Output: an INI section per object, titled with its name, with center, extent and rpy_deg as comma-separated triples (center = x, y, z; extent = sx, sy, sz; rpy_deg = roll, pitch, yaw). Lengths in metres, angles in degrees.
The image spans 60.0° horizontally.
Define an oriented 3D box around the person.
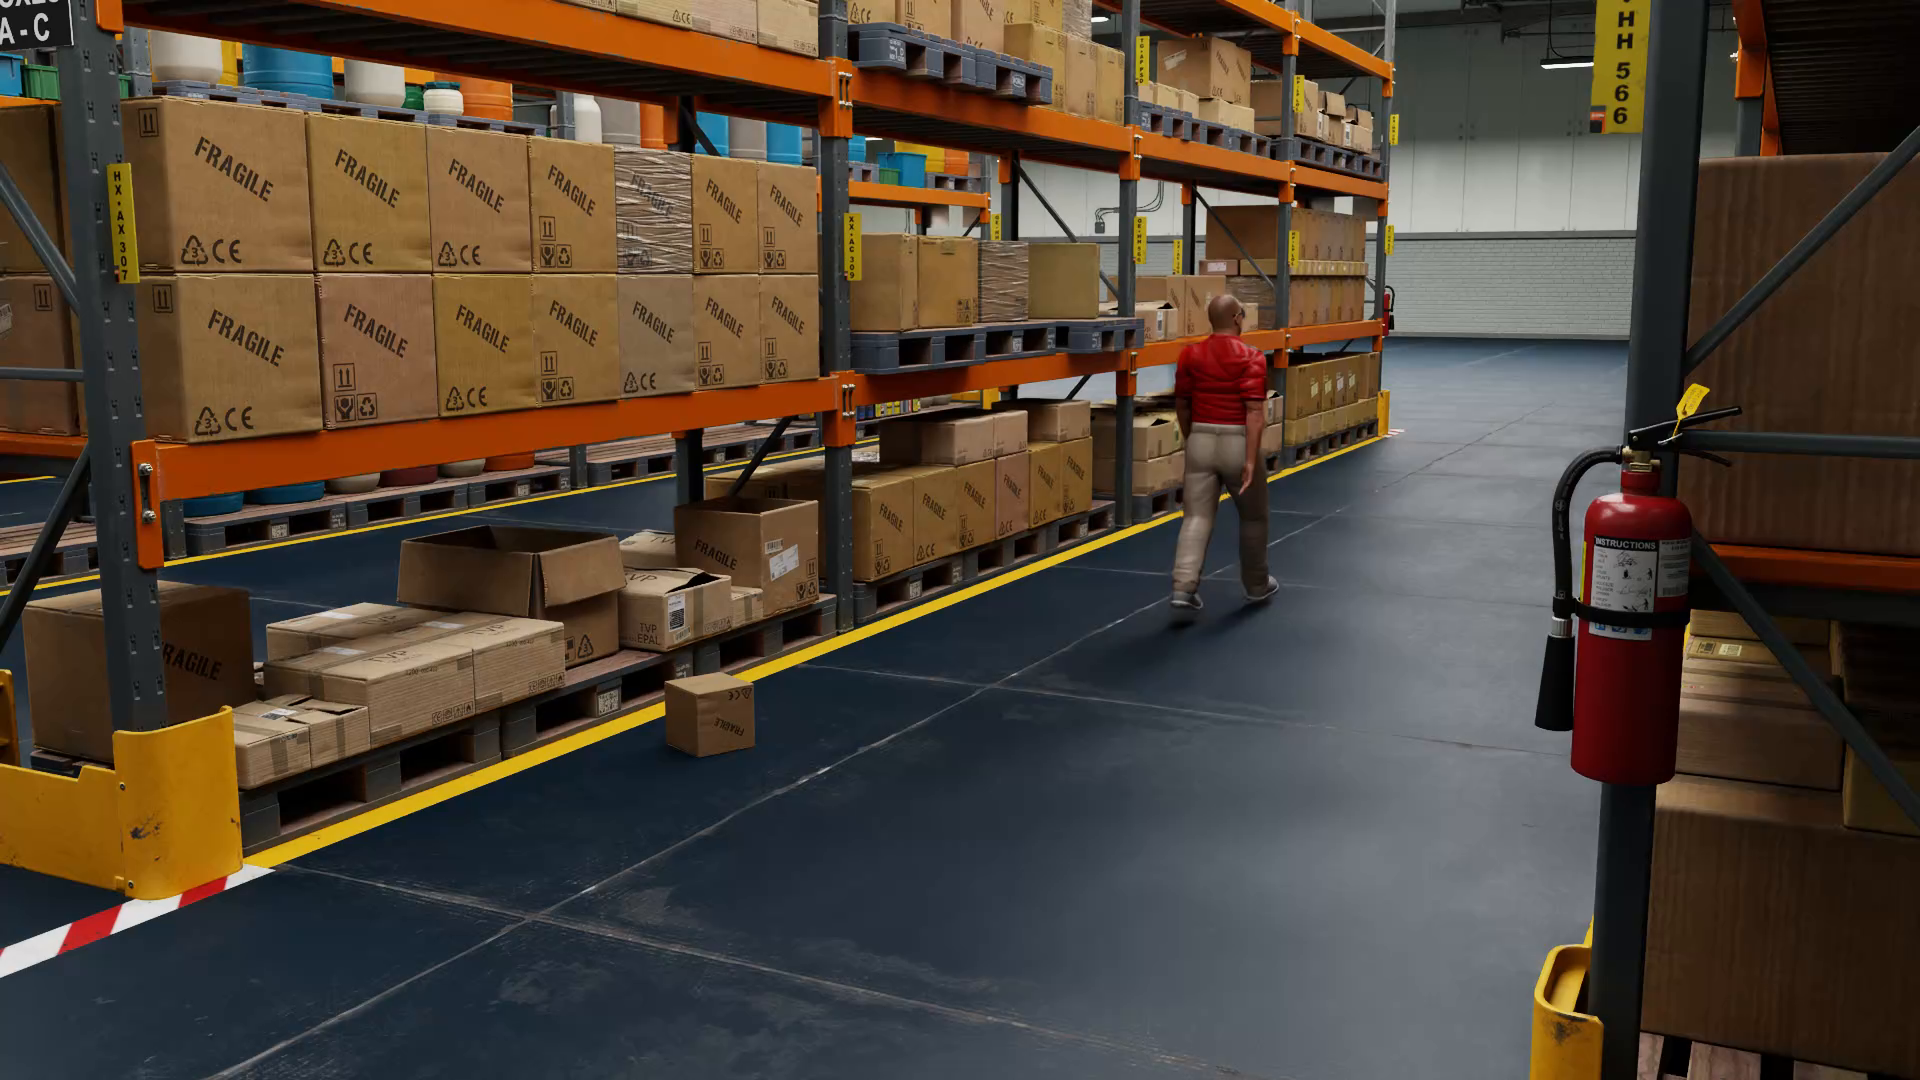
[person]
center = 1.407, -0.467, 8.866
extent = 0.536, 1.670, 1.036
rpy_deg = 4, 10, 26
